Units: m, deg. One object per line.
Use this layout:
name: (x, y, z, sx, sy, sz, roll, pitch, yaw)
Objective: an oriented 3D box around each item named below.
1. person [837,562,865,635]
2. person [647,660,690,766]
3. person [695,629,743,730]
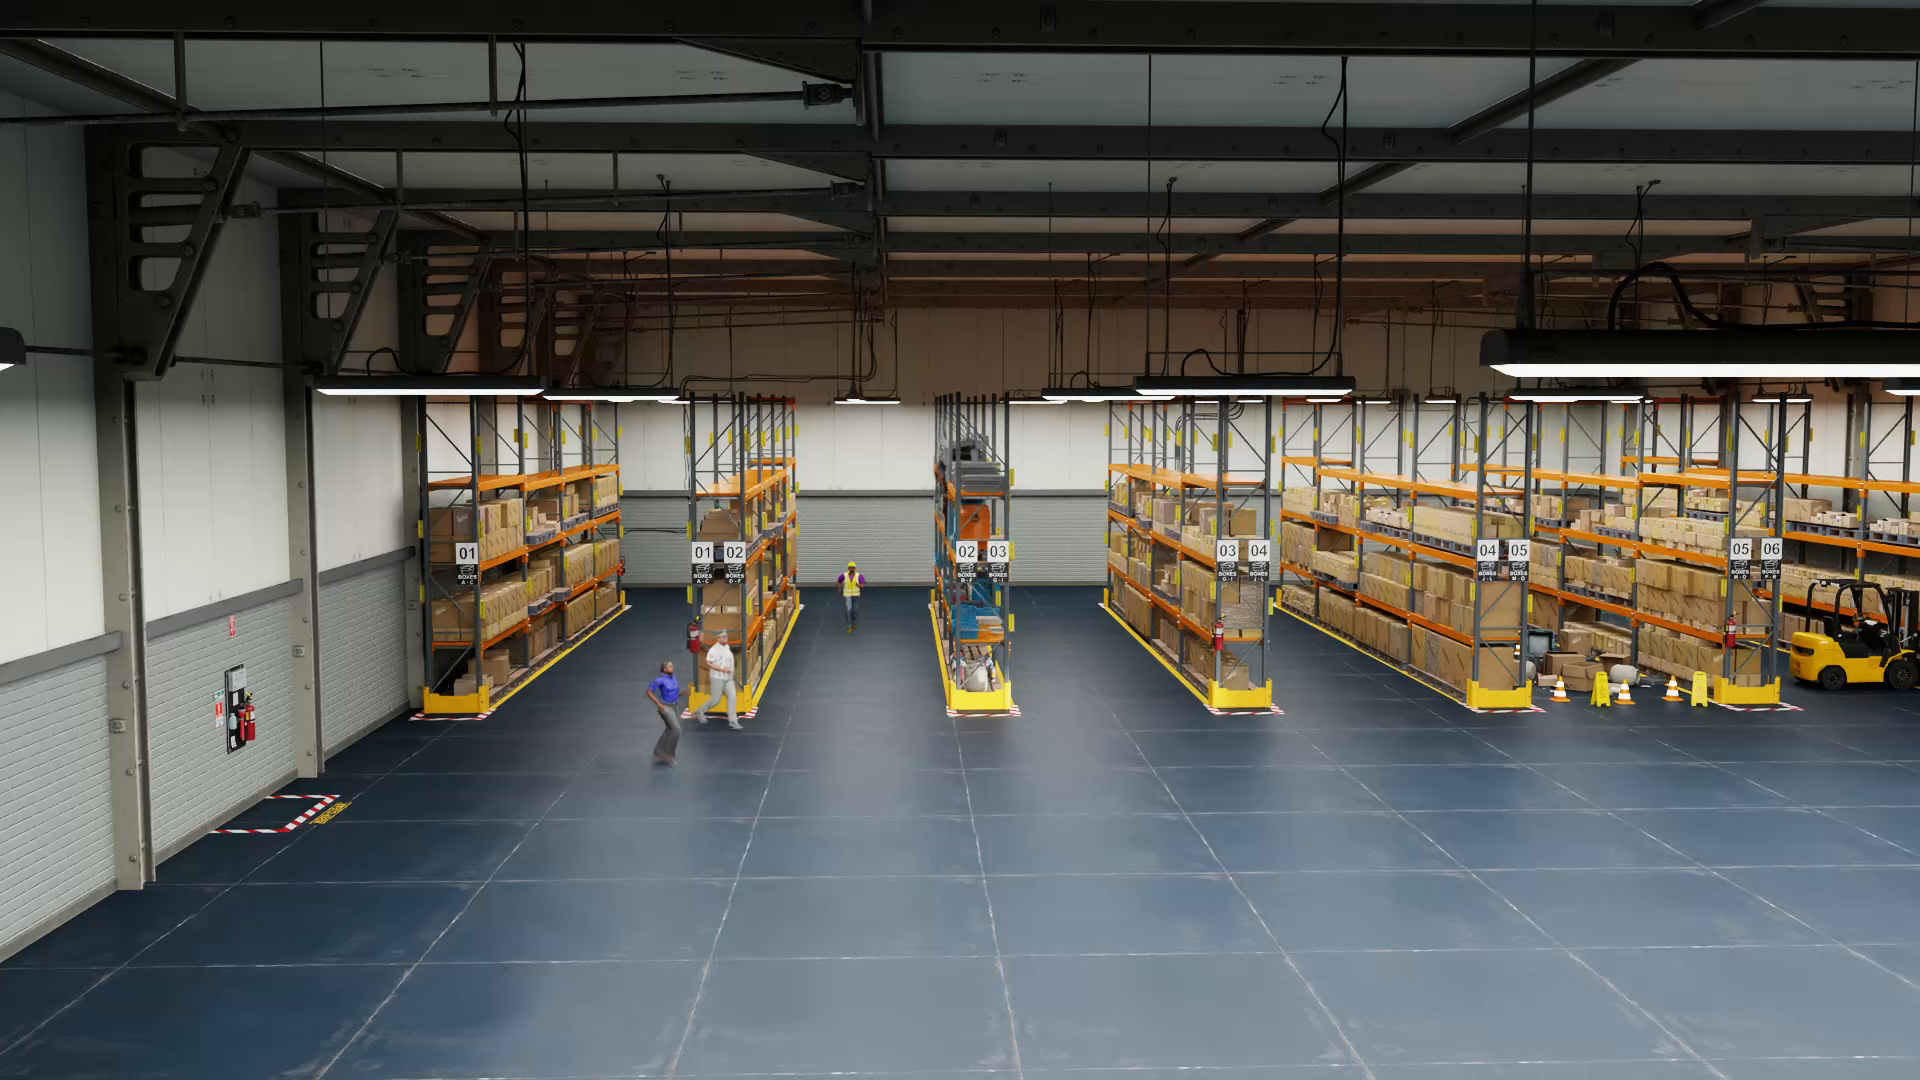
person: (-2.741, 1.452, 42.110, 0.686, 1.804, 0.884, -1, 5, -10)
person: (-4.648, 2.776, 26.634, 0.674, 1.707, 0.555, 2, 5, 19)
person: (-4.252, 2.463, 29.648, 0.994, 1.782, 0.696, 3, 5, 31)
